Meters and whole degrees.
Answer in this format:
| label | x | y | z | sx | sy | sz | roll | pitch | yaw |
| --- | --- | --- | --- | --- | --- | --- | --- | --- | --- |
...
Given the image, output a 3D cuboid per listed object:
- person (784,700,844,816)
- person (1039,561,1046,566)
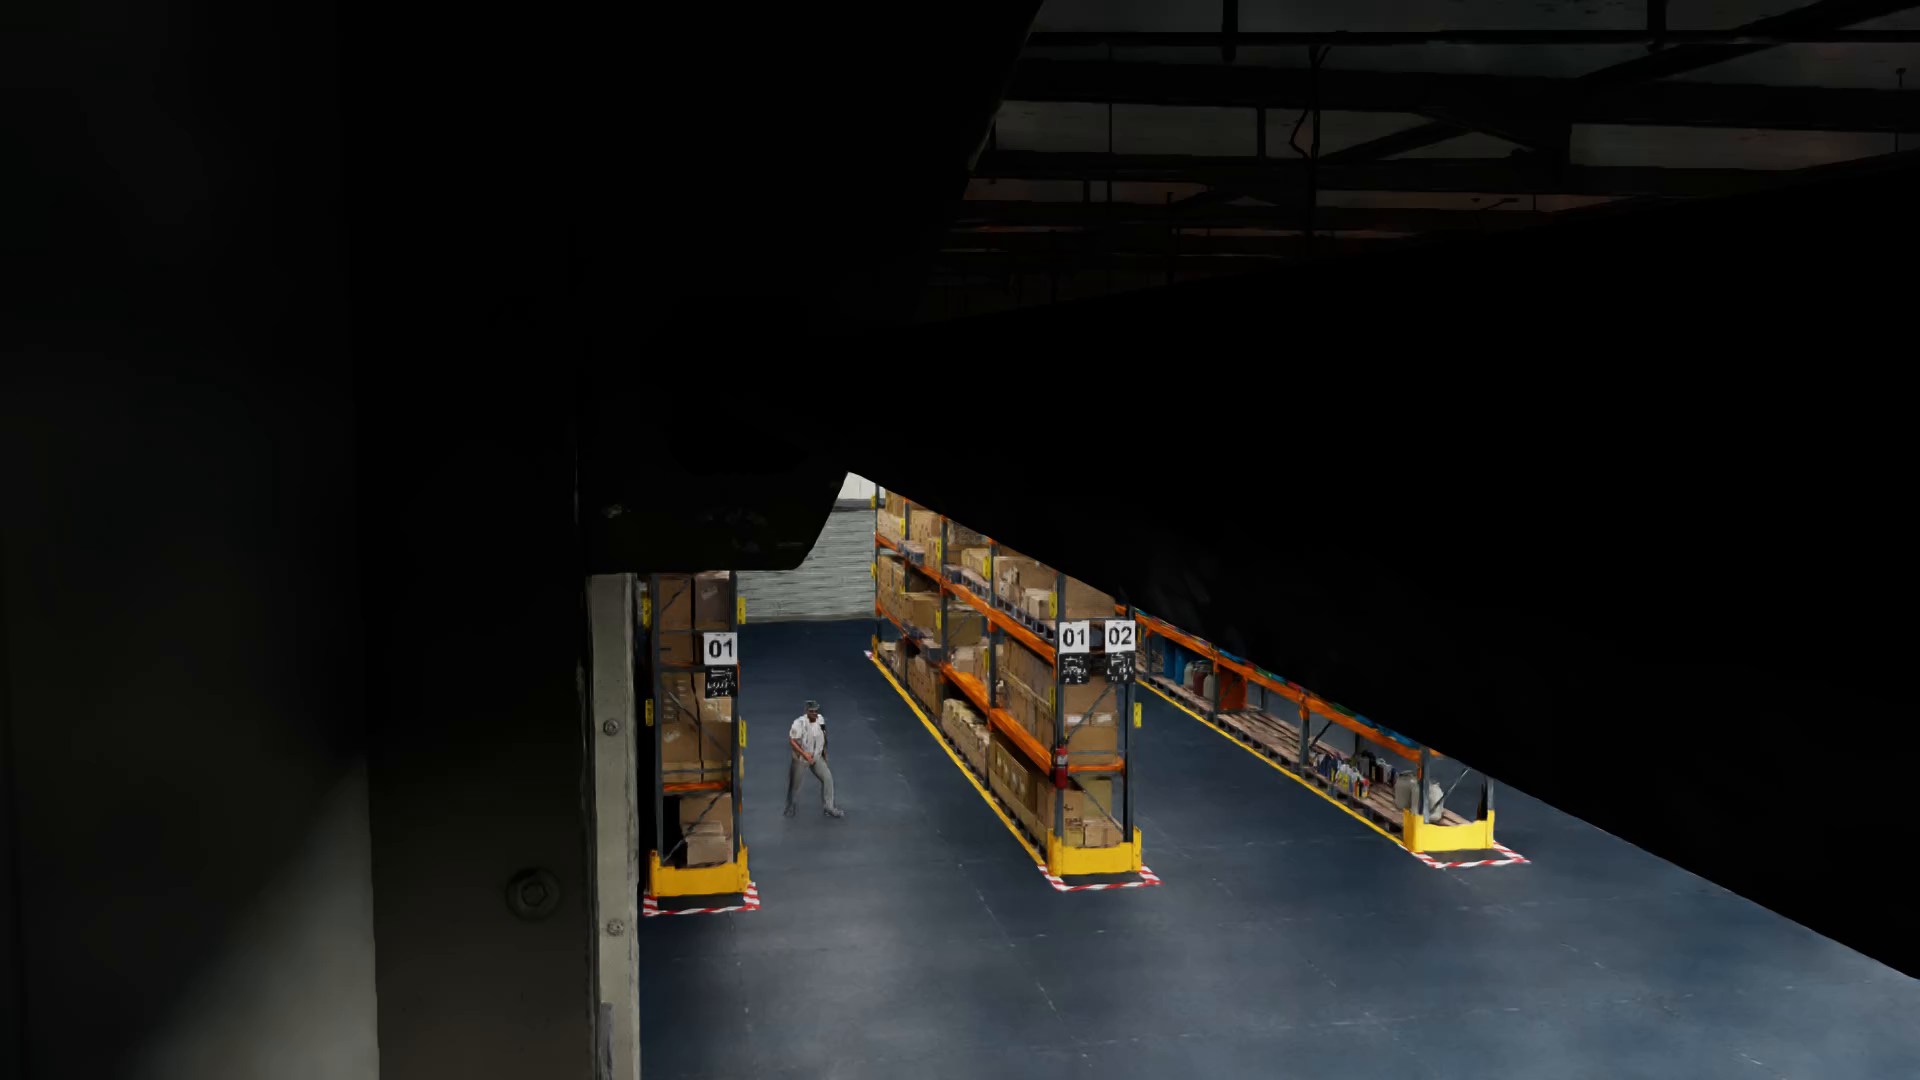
| label | x | y | z | sx | sy | sz | roll | pitch | yaw |
| --- | --- | --- | --- | --- | --- | --- | --- | --- | --- |
| person | -2.124 | 3.065 | 23.559 | 0.707 | 1.697 | 0.827 | -3 | 7 | -29 |
| person | 2.049 | 1.280 | 41.483 | 0.449 | 1.558 | 1.083 | -1 | 6 | -8 |
